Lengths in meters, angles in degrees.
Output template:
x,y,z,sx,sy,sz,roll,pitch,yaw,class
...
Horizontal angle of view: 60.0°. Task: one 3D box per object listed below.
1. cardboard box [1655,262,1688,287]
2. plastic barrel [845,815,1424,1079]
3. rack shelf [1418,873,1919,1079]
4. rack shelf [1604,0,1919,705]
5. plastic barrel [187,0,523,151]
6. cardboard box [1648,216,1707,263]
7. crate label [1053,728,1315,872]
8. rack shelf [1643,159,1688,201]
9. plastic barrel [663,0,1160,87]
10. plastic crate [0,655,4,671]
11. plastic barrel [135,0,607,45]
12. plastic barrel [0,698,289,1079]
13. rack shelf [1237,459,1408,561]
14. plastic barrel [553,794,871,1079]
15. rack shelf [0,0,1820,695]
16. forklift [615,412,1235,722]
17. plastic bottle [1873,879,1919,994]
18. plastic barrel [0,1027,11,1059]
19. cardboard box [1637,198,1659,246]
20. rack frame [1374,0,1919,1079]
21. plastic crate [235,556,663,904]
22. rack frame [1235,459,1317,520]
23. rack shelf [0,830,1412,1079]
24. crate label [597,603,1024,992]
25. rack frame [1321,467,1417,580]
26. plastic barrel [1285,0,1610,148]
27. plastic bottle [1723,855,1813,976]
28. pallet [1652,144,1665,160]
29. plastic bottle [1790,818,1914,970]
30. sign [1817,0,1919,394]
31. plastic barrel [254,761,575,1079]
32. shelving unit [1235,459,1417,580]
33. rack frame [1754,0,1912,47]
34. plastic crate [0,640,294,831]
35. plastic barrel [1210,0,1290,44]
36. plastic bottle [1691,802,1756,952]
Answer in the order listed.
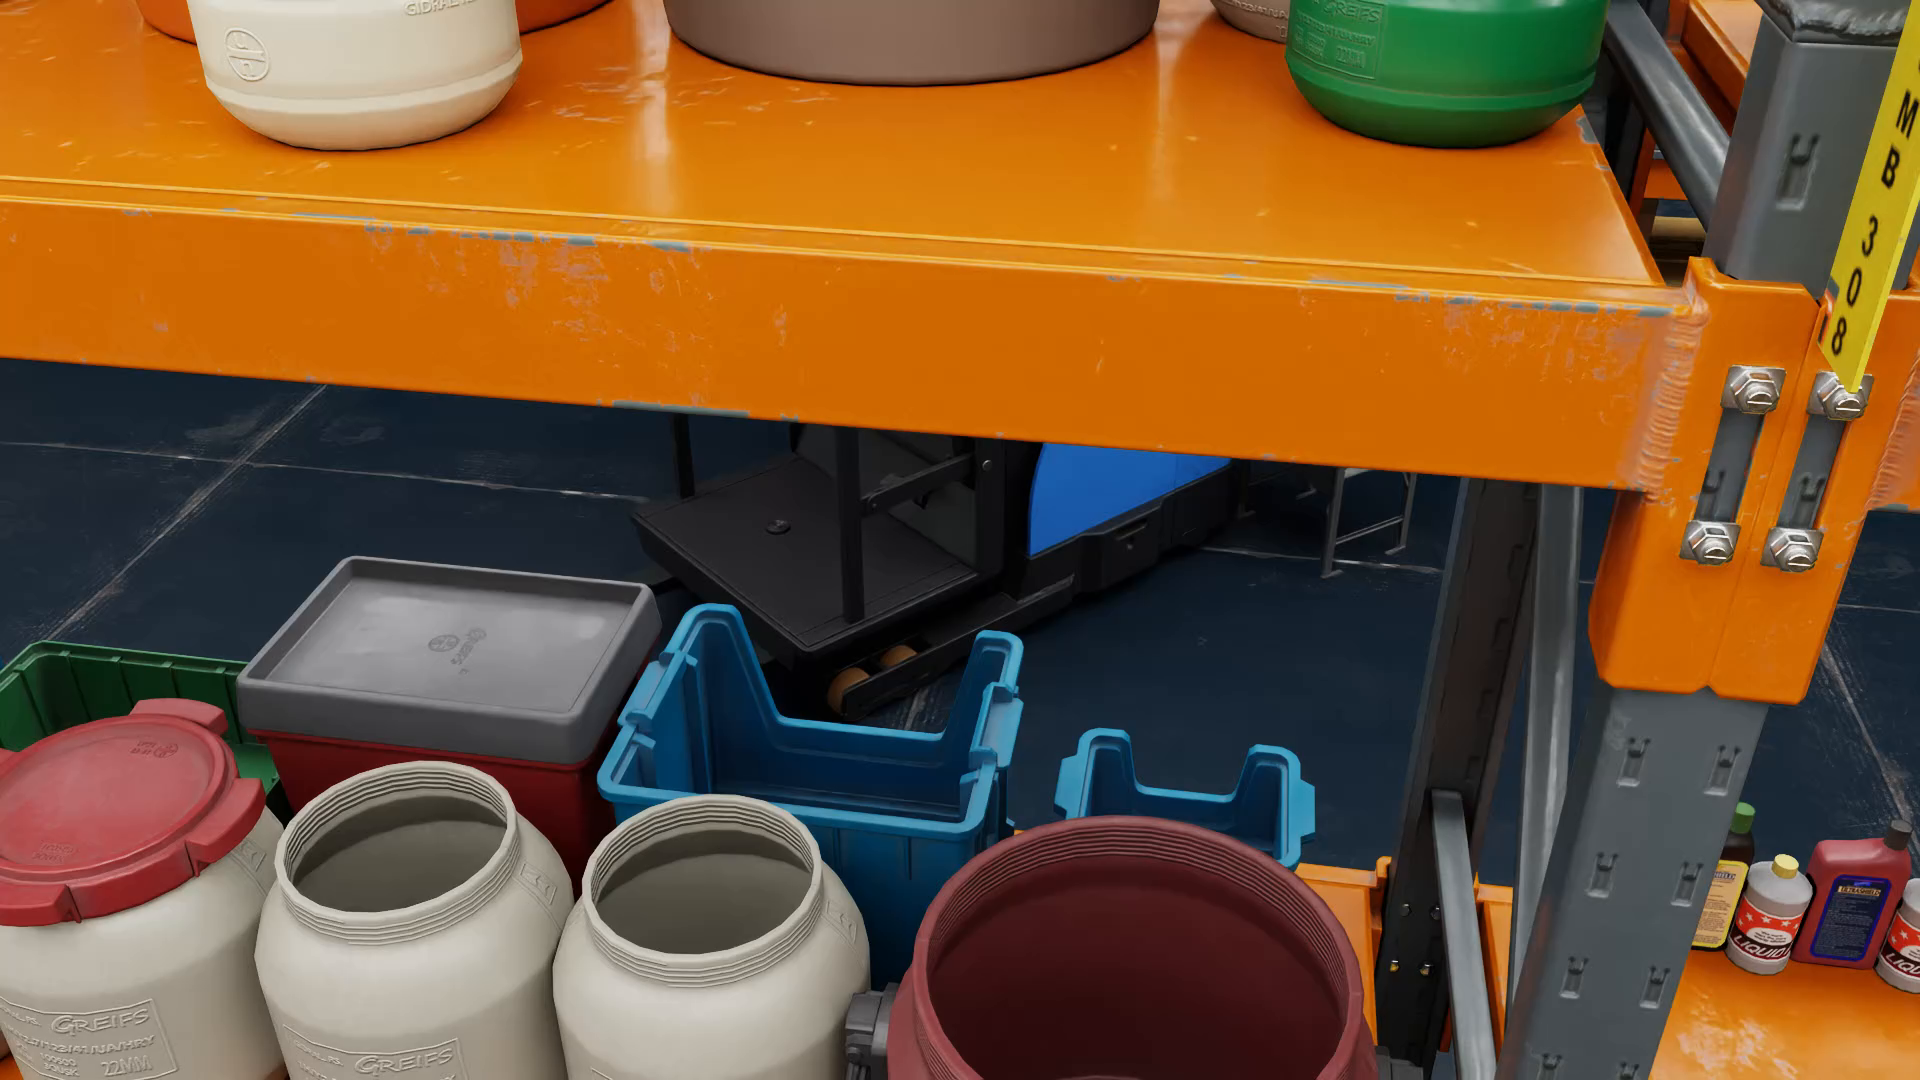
x,y,z,sx,sy,sz,roll,pitch,yaw,class
2.966,-0.762,6.581,0.500,0.500,0.500,5,32,8,cardboard box
0.209,0.733,2.123,0.708,0.536,0.600,5,32,8,plastic barrel
2.689,1.157,2.252,4.000,0.370,1.077,5,32,8,rack shelf
2.689,-0.114,1.456,4.000,0.370,1.077,5,32,8,rack shelf
-0.575,-0.530,1.573,0.301,0.262,0.301,0,32,0,plastic barrel
3.026,-1.036,7.019,0.500,0.500,0.500,4,32,6,cardboard box
0.366,0.511,2.764,0.416,0.233,0.303,5,32,8,crate label
3.526,-1.433,6.390,4.000,0.370,1.077,5,32,8,rack shelf
-0.055,-0.997,1.716,0.600,0.901,0.600,0,32,0,plastic barrel
-2.085,0.260,3.023,0.575,0.384,0.392,5,32,8,plastic crate
-0.700,-1.025,1.828,0.708,0.830,0.600,5,32,8,plastic barrel
-1.169,0.564,2.394,0.433,0.535,0.433,0,32,0,plastic barrel
1.354,-0.308,6.106,0.431,0.518,0.480,-18,36,-26,rack shelf
-0.332,0.647,2.285,0.421,0.512,0.421,0,32,0,plastic barrel
-1.254,-0.471,2.026,4.000,0.370,1.077,5,32,8,rack shelf
-0.440,-0.981,5.054,3.031,2.935,1.130,-24,39,-33,forklift
1.526,0.612,2.633,0.097,0.201,0.097,0,32,0,plastic bottle
-1.596,0.525,2.456,0.433,0.535,0.433,0,32,0,plastic barrel
2.572,-1.398,6.890,0.500,0.250,0.500,6,33,10,cardboard box
0.718,0.674,2.346,0.127,3.000,1.000,5,32,8,rack frame
-0.824,0.343,2.815,0.583,0.464,0.402,5,32,8,plastic crate
1.227,-1.024,5.907,0.400,2.100,0.015,-18,36,-26,rack frame
-1.254,0.800,2.822,4.000,0.370,1.077,5,32,8,rack shelf
-0.216,0.429,2.704,0.616,0.435,0.502,5,32,8,crate label
1.480,-0.804,5.552,0.400,2.100,0.015,-18,36,-26,rack frame
0.466,-0.527,1.584,0.294,0.245,0.294,0,32,0,plastic barrel
1.299,0.591,2.666,0.097,0.201,0.097,0,32,0,plastic bottle
2.235,-1.811,6.497,1.003,0.211,1.213,5,32,8,pallet
1.416,0.557,2.643,0.133,0.283,0.061,5,32,8,plastic bottle
0.632,-0.265,1.117,0.005,0.325,0.100,5,32,8,sign
-0.747,0.609,2.345,0.421,0.512,0.421,0,32,0,plastic barrel
1.354,-0.914,5.730,0.431,2.100,0.503,-18,36,-26,shelving unit
0.718,-1.869,0.754,0.127,3.000,1.000,5,32,8,rack frame
-1.461,0.415,2.960,0.662,0.188,0.450,5,32,8,plastic crate
0.463,-0.833,1.821,0.421,0.512,0.421,0,32,0,plastic barrel
1.188,0.536,2.676,0.133,0.283,0.061,5,32,8,plastic bottle
